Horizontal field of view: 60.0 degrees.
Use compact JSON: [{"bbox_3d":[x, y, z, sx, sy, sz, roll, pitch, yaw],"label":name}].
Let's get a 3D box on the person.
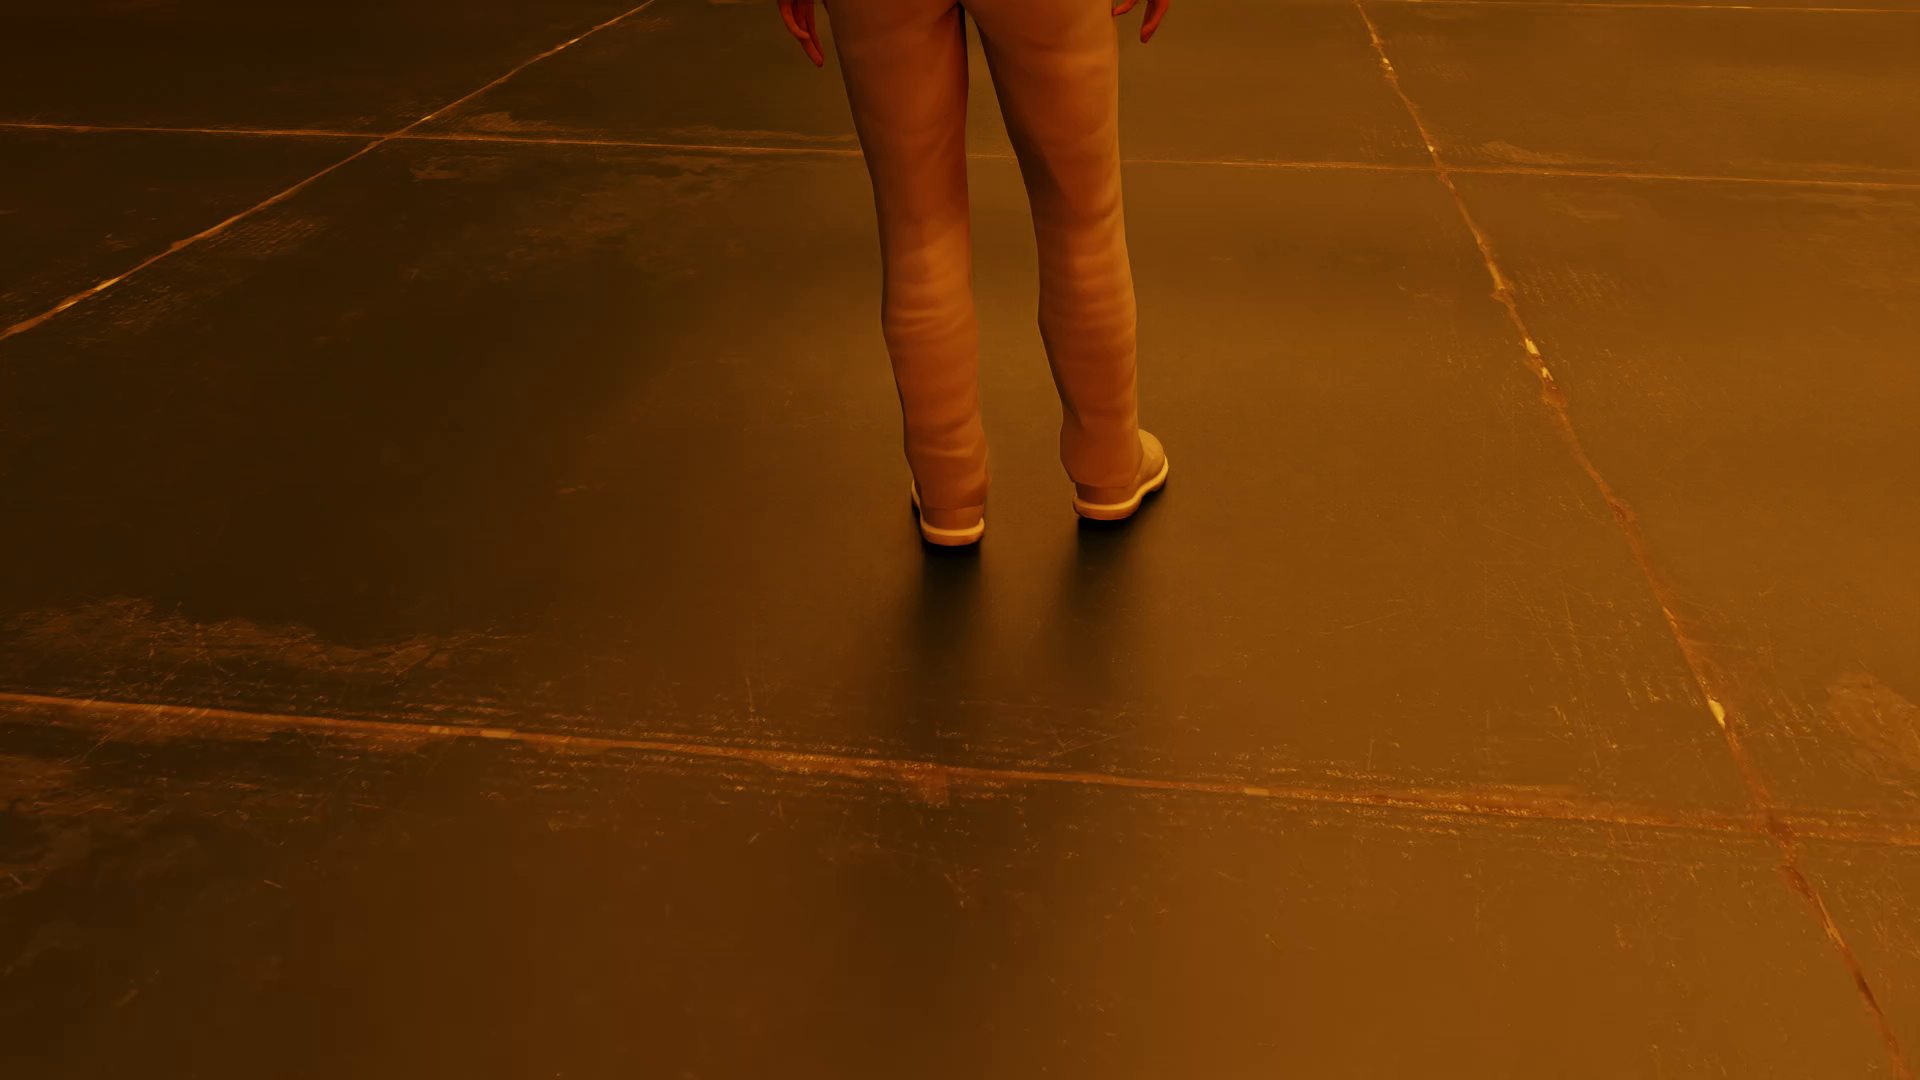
[{"bbox_3d":[0.030,-0.797,2.182,0.570,1.695,0.530,3,27,7],"label":"person"}]
